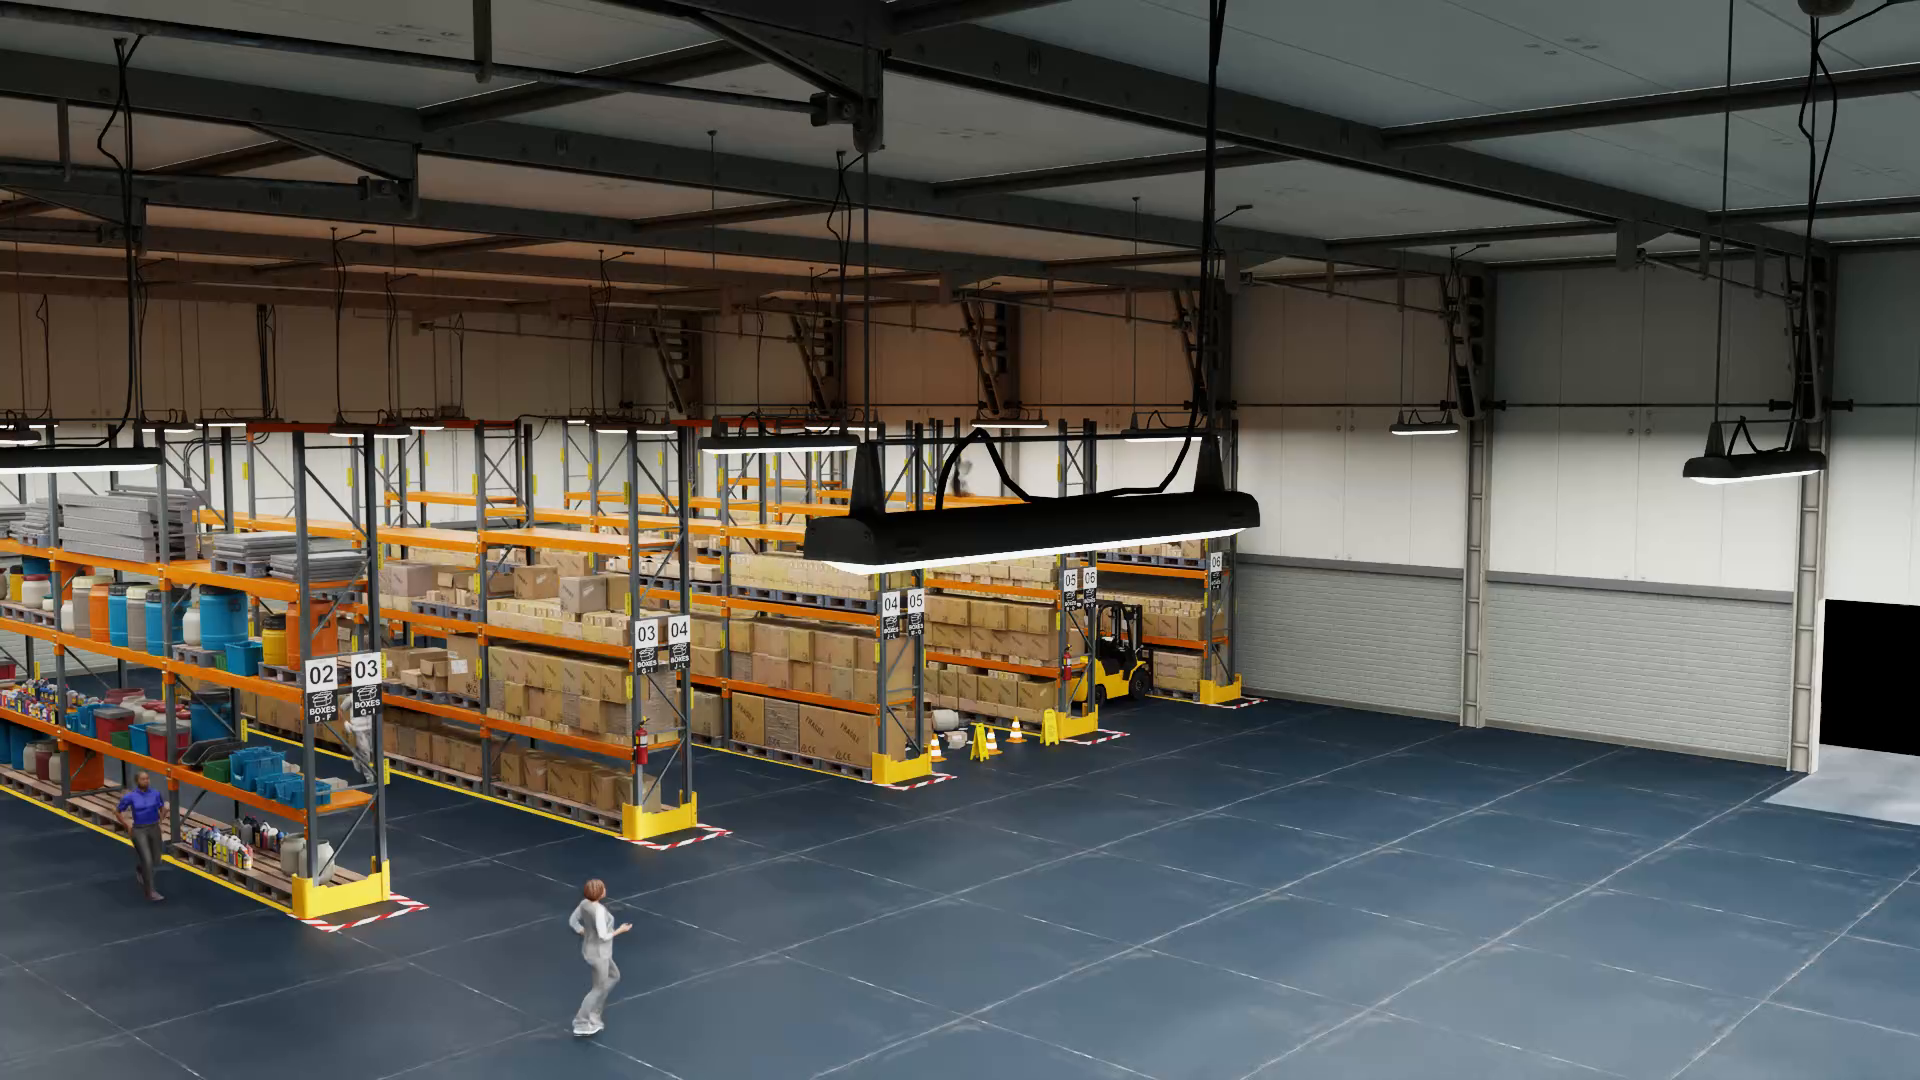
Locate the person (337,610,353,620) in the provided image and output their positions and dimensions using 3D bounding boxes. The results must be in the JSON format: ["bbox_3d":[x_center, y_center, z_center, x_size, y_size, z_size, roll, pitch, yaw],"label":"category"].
[{"bbox_3d":[-14.257,2.358,38.212,0.709,1.717,0.499,0,5,1],"label":"person"}]

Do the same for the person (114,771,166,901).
[{"bbox_3d":[-10.484,3.768,21.363,0.822,1.623,0.588,4,6,38],"label":"person"}]

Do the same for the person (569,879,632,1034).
[{"bbox_3d":[-3.610,4.171,16.696,0.614,1.593,0.516,-3,5,-29],"label":"person"}]

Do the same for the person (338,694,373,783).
[{"bbox_3d":[-10.000,3.168,27.838,0.877,1.761,0.689,4,6,40],"label":"person"}]
